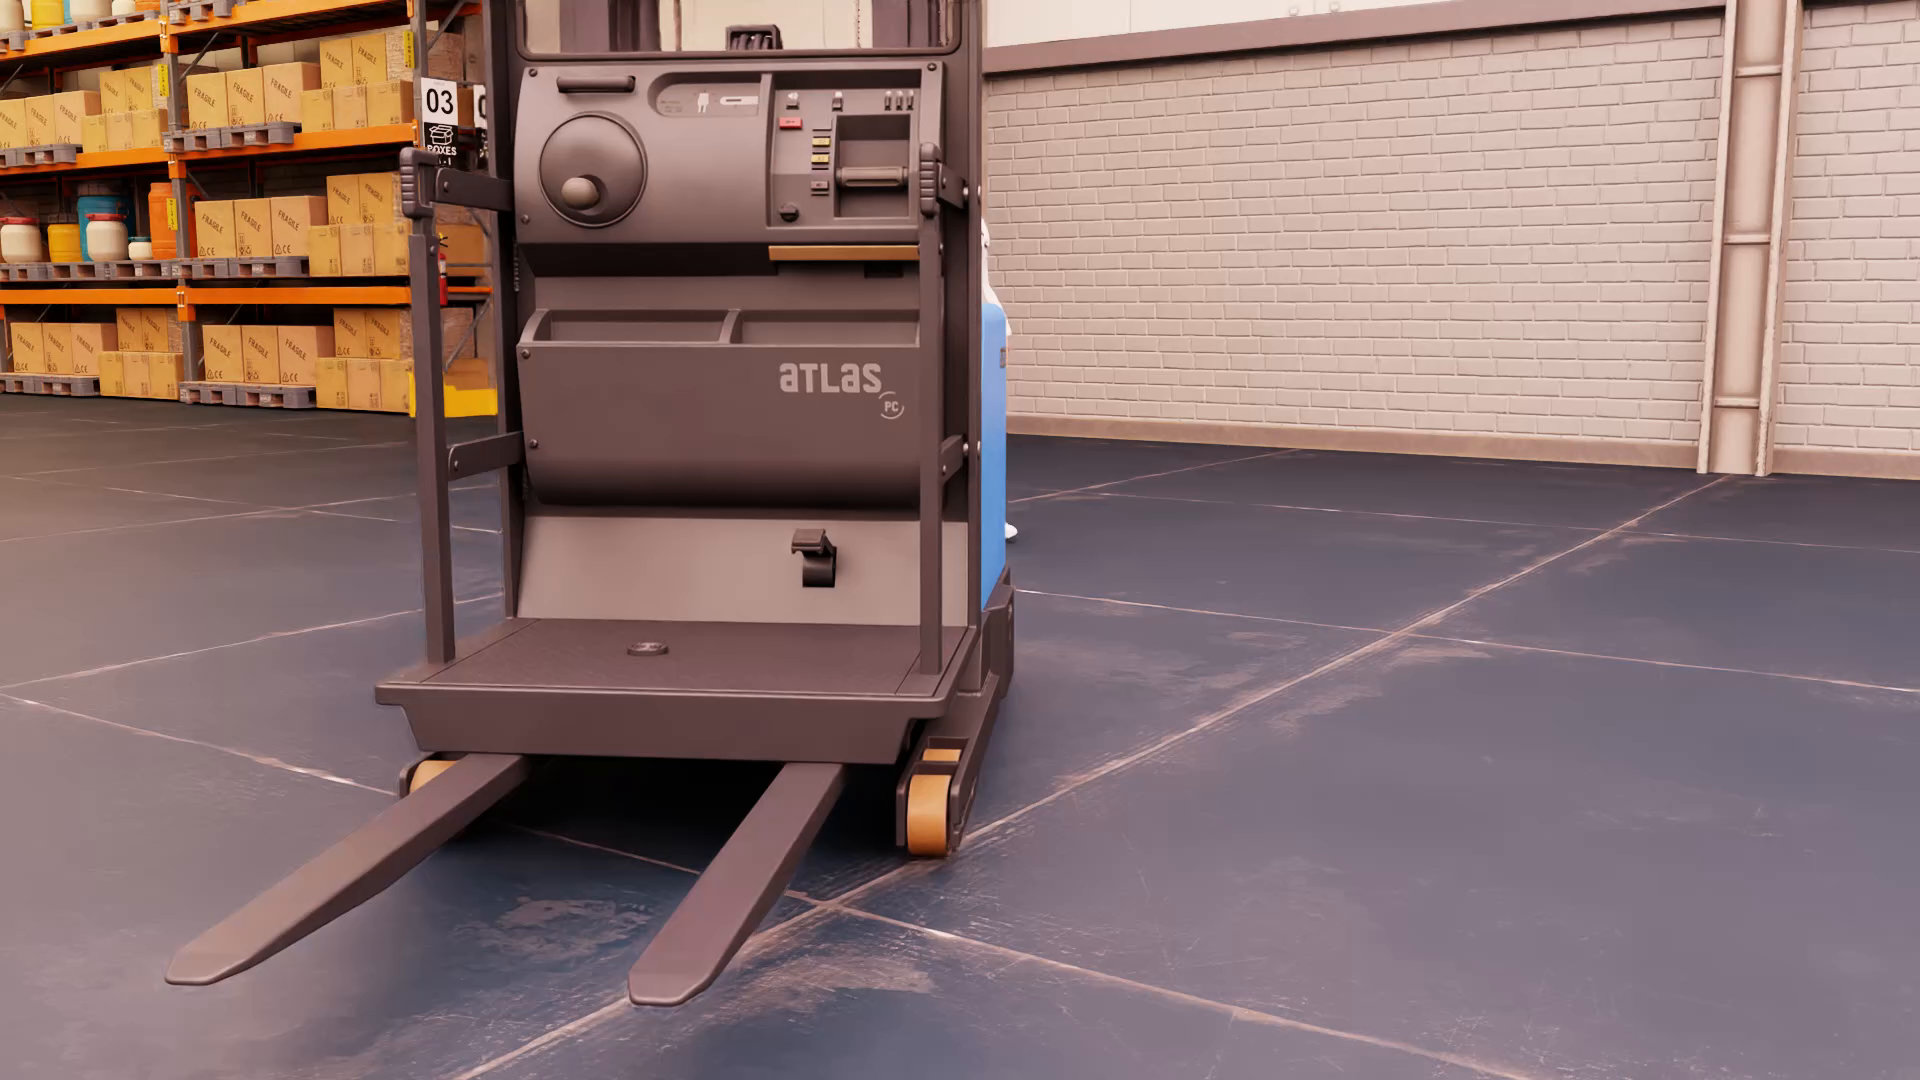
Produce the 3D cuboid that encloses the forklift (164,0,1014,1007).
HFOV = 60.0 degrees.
[{"bbox_3d":[-0.521,-0.881,3.387,1.130,2.935,3.031,1,8,6],"label":"forklift"}]

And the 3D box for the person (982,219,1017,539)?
[{"bbox_3d":[0.074,-0.880,7.424,0.578,1.777,0.698,5,10,34],"label":"person"}]
